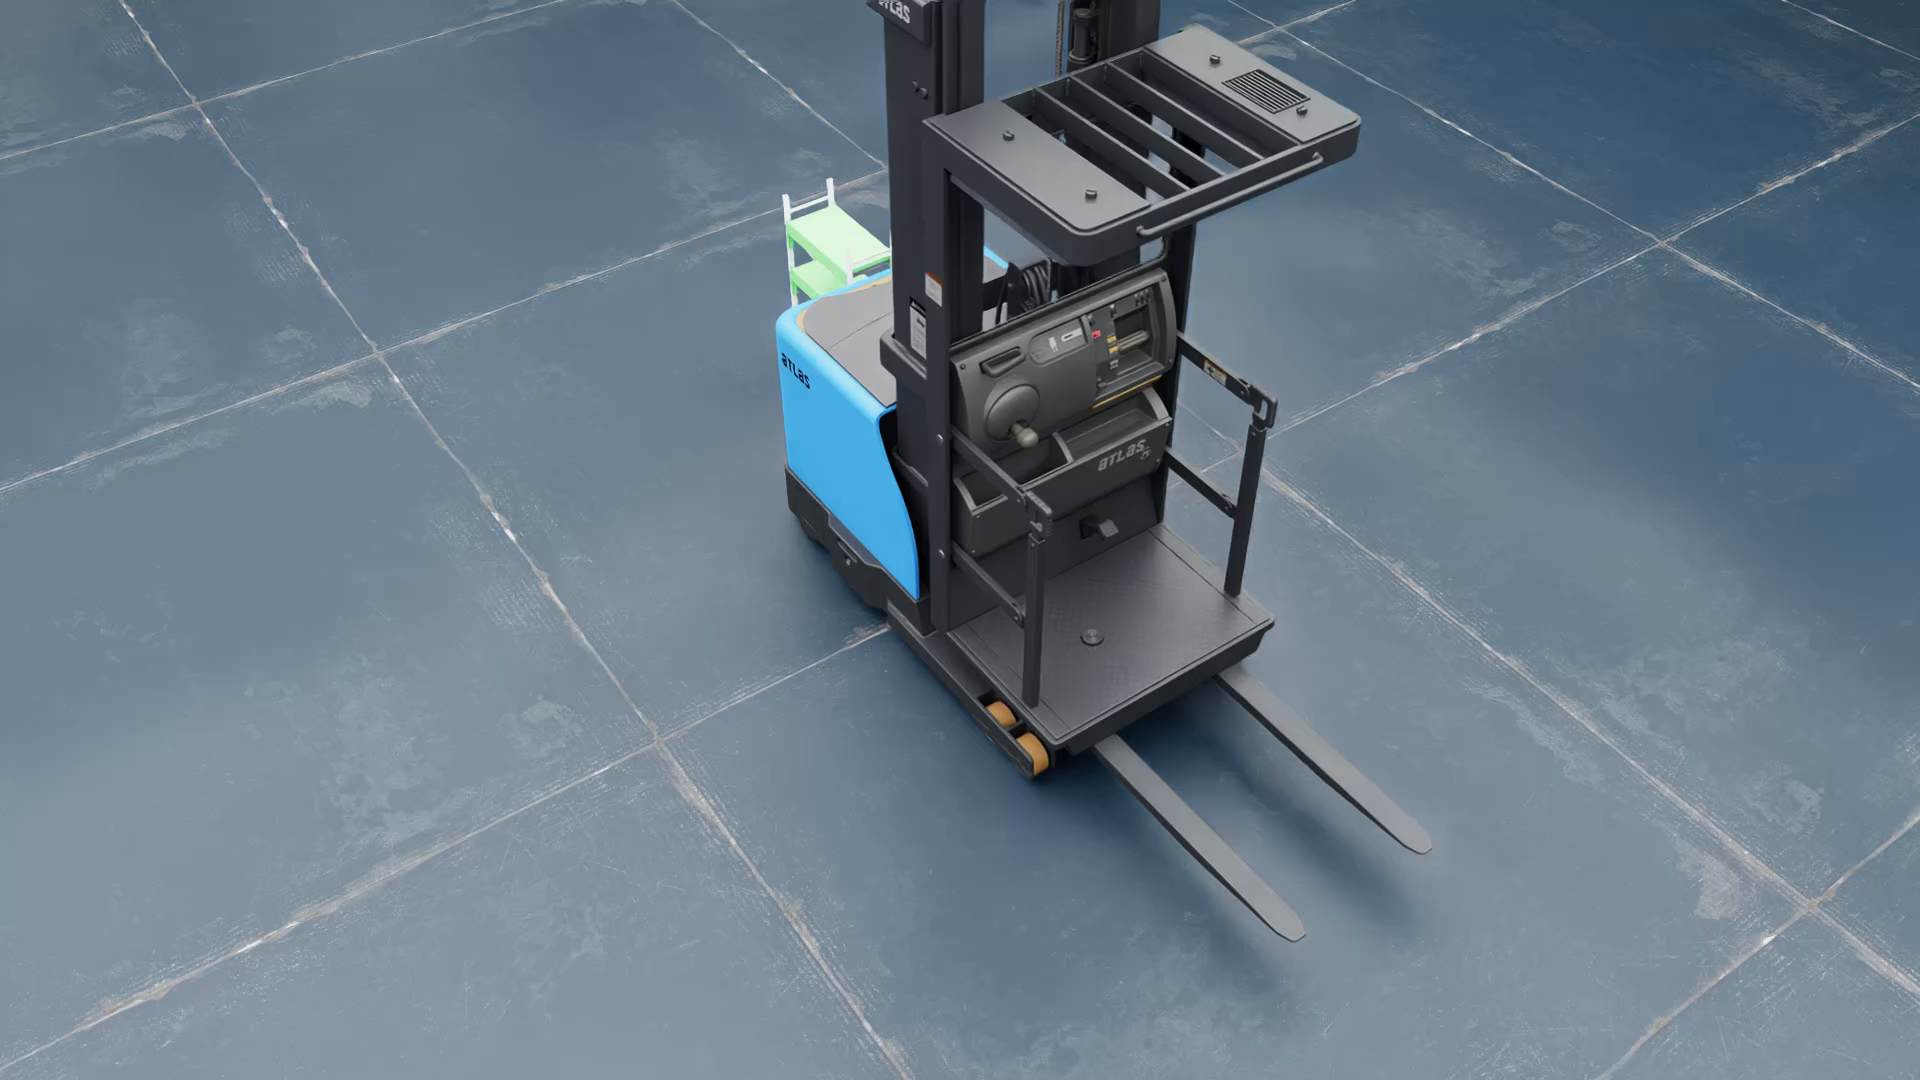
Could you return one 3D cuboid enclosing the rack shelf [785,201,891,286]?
[{"bbox_3d":[-0.506,-1.229,7.057,0.258,0.148,0.480,-26,49,-25],"label":"rack shelf"}]

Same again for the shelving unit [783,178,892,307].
[{"bbox_3d":[-0.506,-0.928,7.345,0.258,1.200,0.503,-26,49,-25],"label":"shelving unit"}]

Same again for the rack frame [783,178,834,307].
[{"bbox_3d":[-0.647,-1.066,7.489,0.240,1.200,0.015,-26,49,-25],"label":"rack frame"}]

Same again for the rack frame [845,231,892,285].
[{"bbox_3d":[-0.365,-0.791,7.201,0.240,1.200,0.015,-26,49,-25],"label":"rack frame"}]

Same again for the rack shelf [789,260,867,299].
[{"bbox_3d":[-0.506,-1.056,7.223,0.258,0.148,0.480,-26,49,-25],"label":"rack shelf"}]

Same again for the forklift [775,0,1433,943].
[{"bbox_3d":[0.506,-0.549,5.693,1.130,2.935,3.031,-26,49,-25],"label":"forklift"}]
